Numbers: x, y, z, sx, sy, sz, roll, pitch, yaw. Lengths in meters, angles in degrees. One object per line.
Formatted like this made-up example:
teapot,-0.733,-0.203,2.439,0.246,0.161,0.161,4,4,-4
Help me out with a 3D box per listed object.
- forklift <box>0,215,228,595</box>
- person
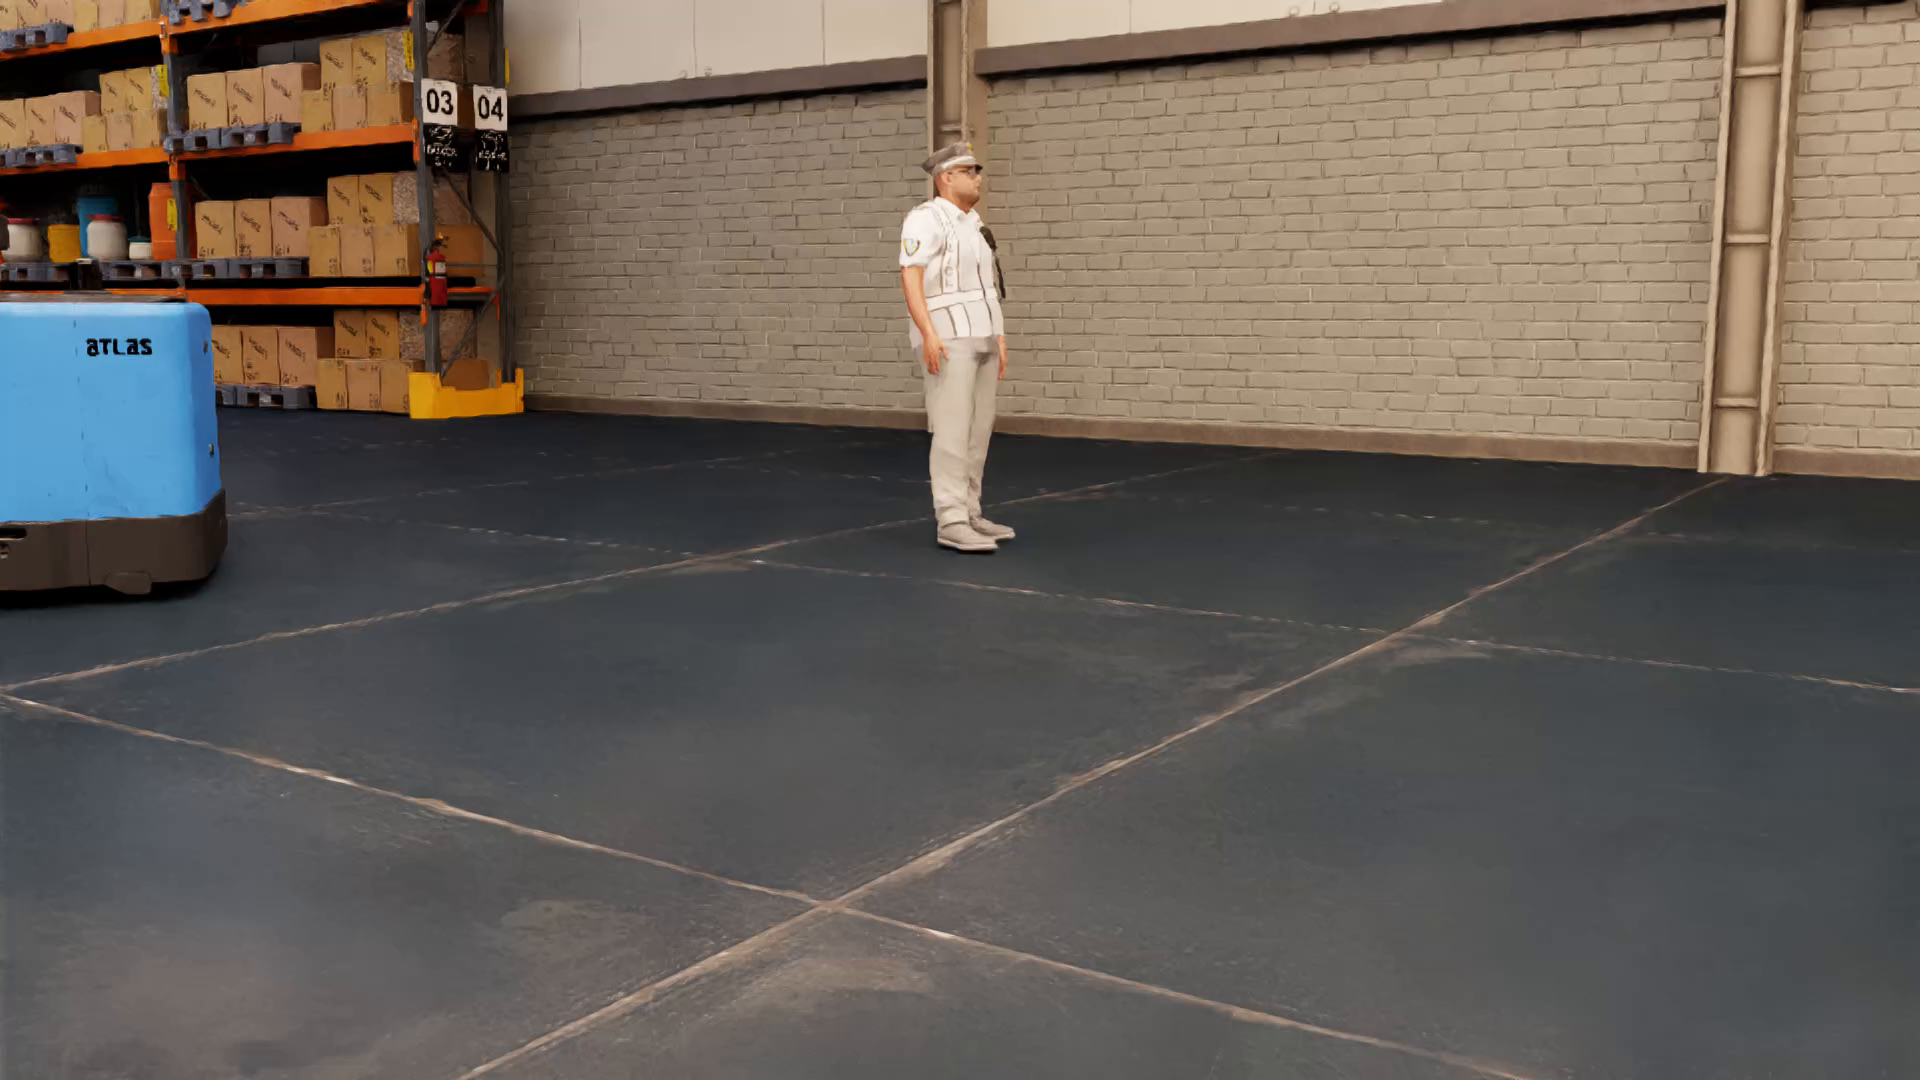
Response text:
forklift,-4.353,-1.234,5.869,3.031,2.935,1.130,-3,9,-19
person,0.058,-0.883,7.424,0.574,1.781,0.640,5,10,34
